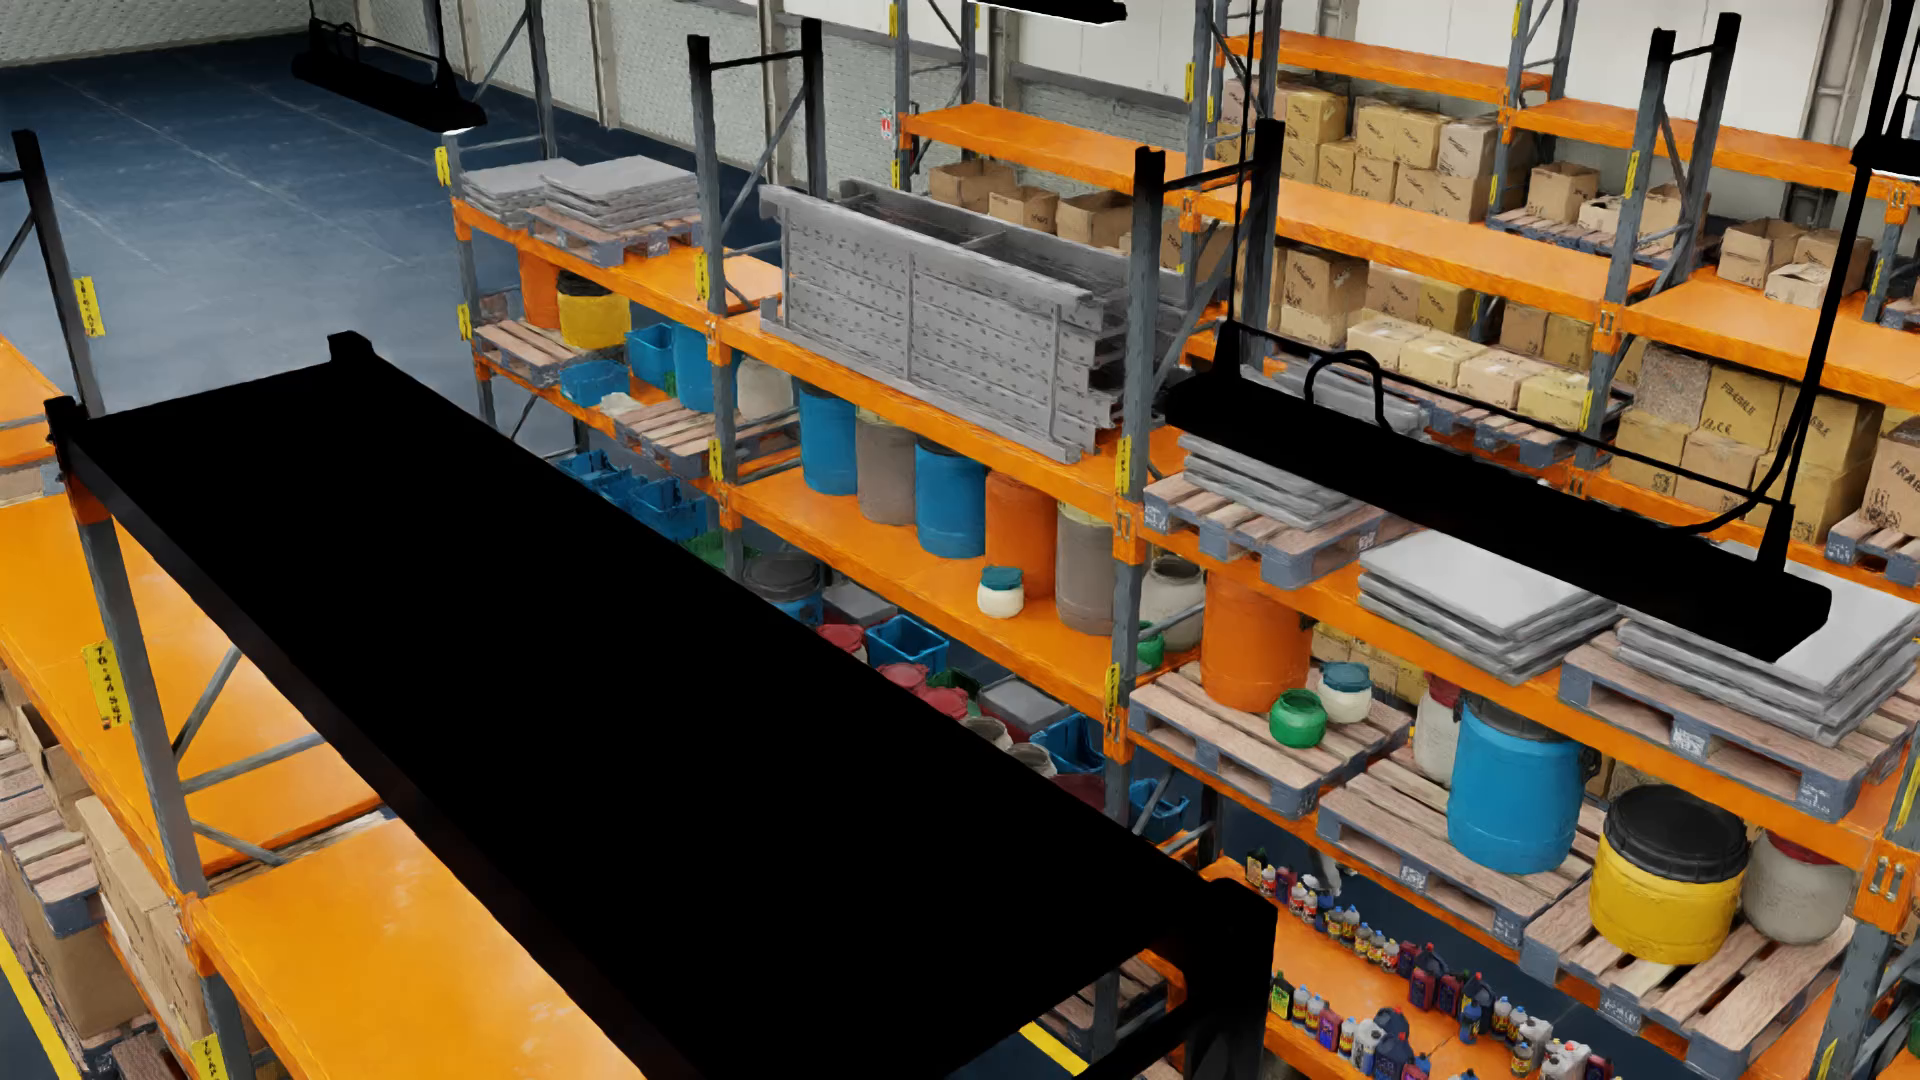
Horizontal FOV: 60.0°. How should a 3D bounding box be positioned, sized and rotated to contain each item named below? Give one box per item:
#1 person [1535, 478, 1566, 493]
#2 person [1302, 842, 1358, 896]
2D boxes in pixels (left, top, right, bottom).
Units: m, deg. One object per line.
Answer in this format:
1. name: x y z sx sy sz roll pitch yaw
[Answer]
1. person: 5.516 0.033 15.494 0.600 1.787 0.443 9 28 16
2. person: 2.719 1.821 12.225 0.580 1.618 0.507 -22 34 -37
